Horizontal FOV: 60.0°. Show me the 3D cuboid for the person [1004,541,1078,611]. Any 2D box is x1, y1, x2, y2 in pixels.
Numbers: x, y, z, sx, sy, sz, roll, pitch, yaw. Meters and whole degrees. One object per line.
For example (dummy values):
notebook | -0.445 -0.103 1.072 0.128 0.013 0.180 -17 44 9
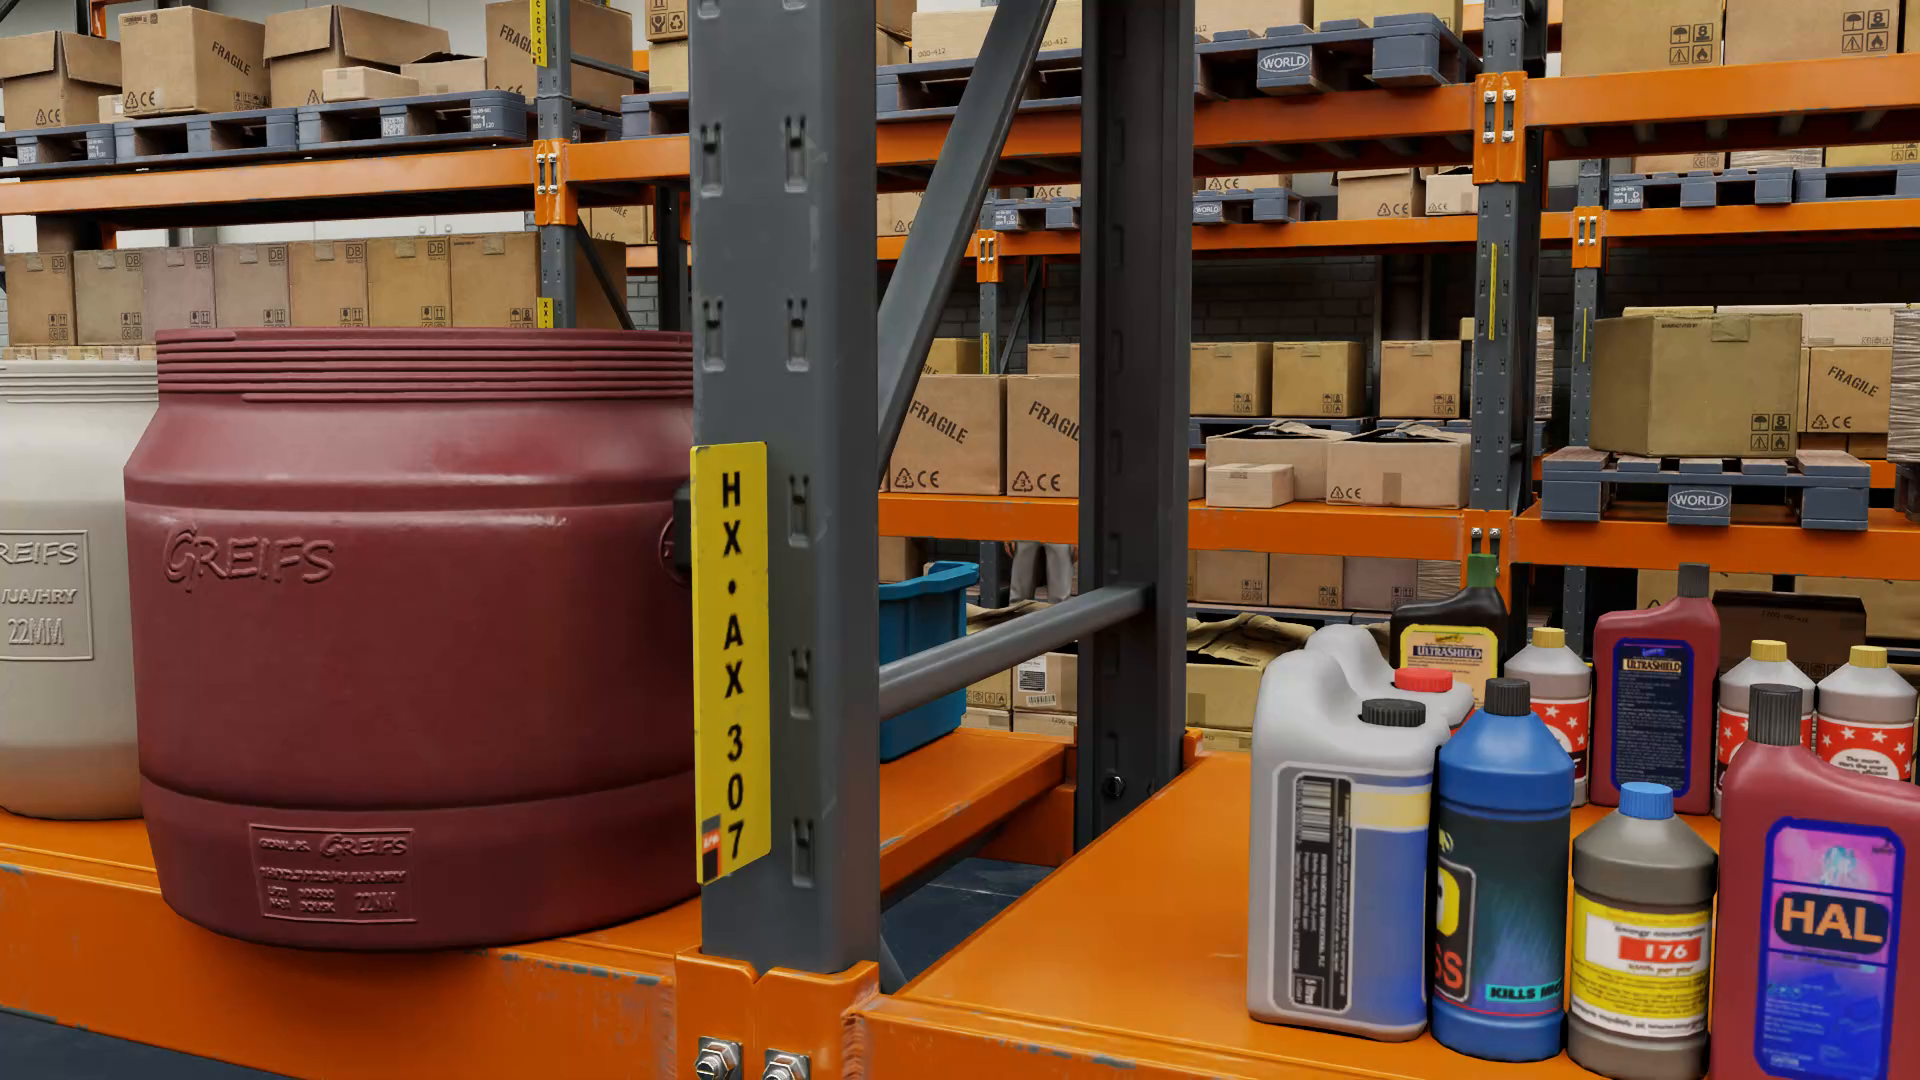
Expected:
person | 0.493 -0.003 9.783 0.511 1.671 0.362 2 6 20
